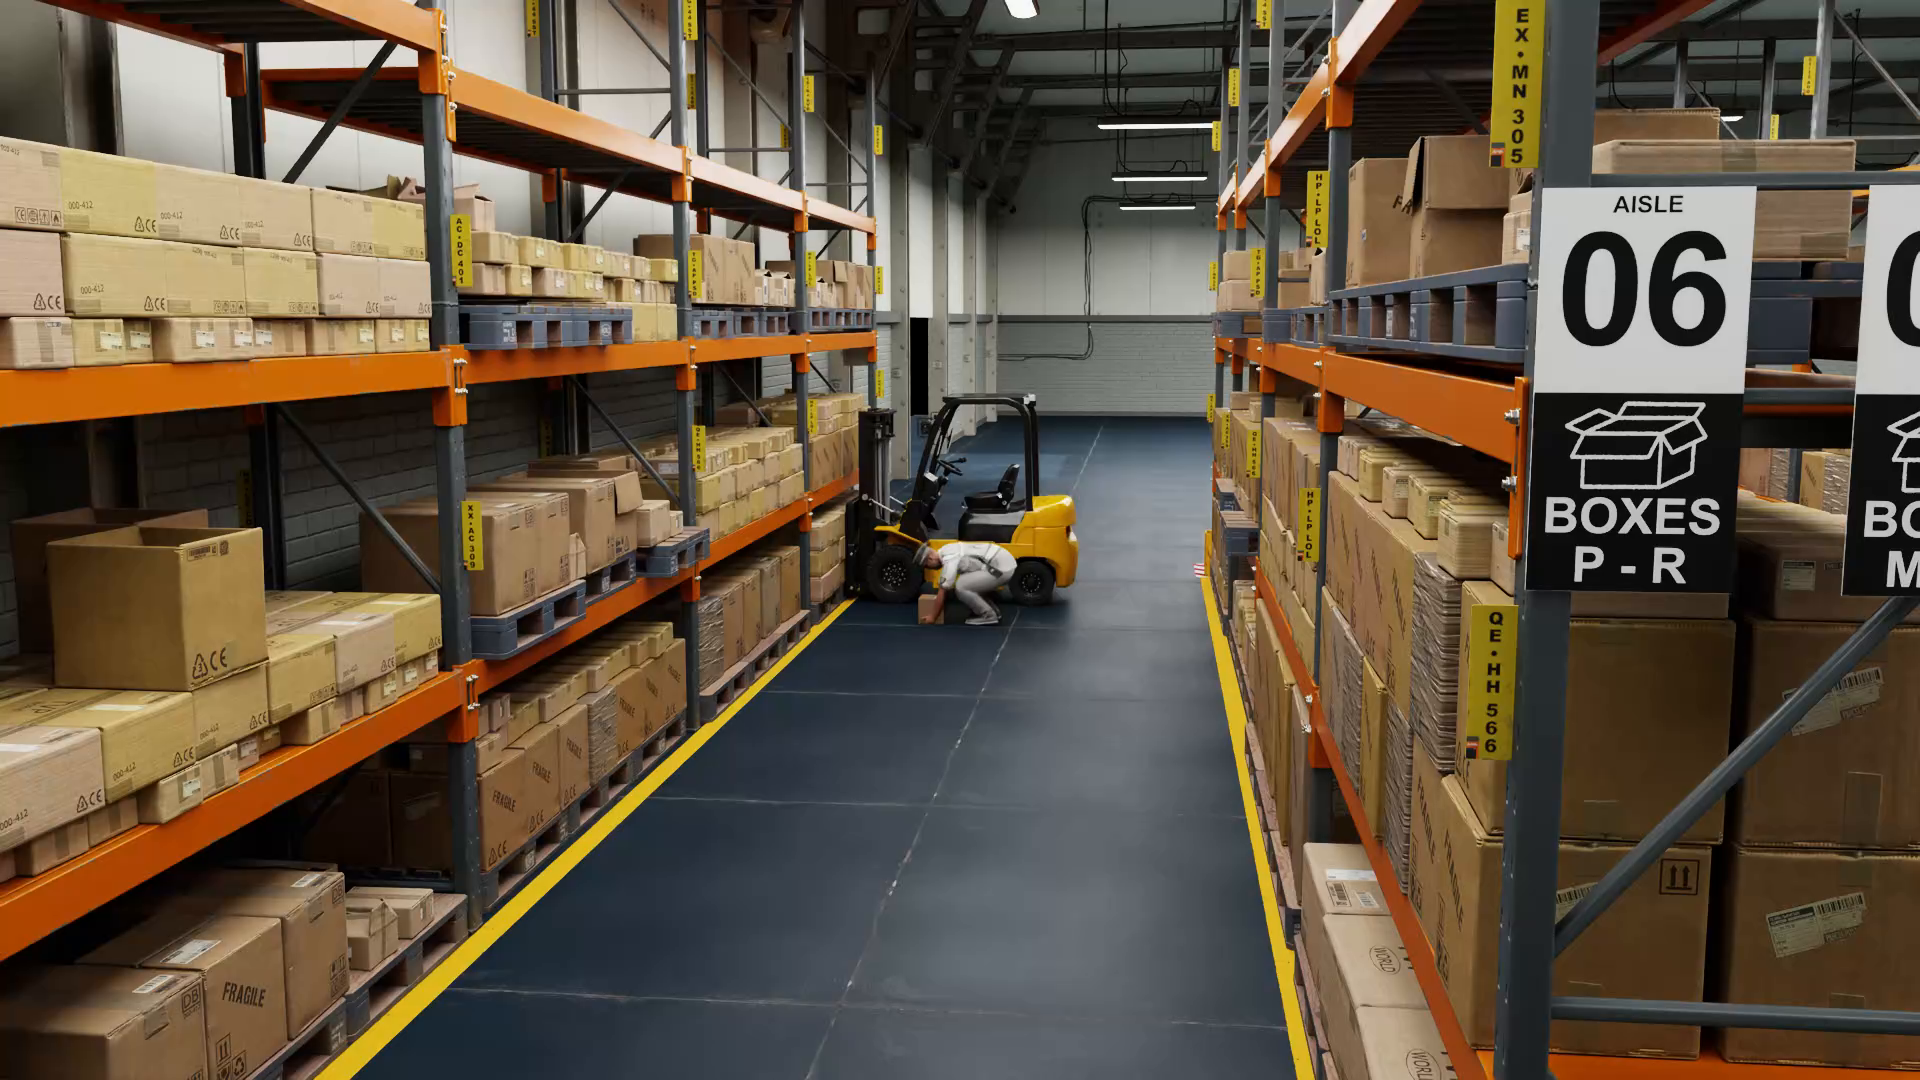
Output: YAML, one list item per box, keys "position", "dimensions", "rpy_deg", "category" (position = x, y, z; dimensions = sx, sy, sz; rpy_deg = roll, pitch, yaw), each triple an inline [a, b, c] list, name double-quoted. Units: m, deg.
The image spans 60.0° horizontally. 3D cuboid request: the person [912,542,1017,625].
- position: [0.045, 0.427, 16.279]
  dimensions: [1.026, 0.812, 0.531]
  rpy_deg: [1, 8, 5]
  category: "person"
